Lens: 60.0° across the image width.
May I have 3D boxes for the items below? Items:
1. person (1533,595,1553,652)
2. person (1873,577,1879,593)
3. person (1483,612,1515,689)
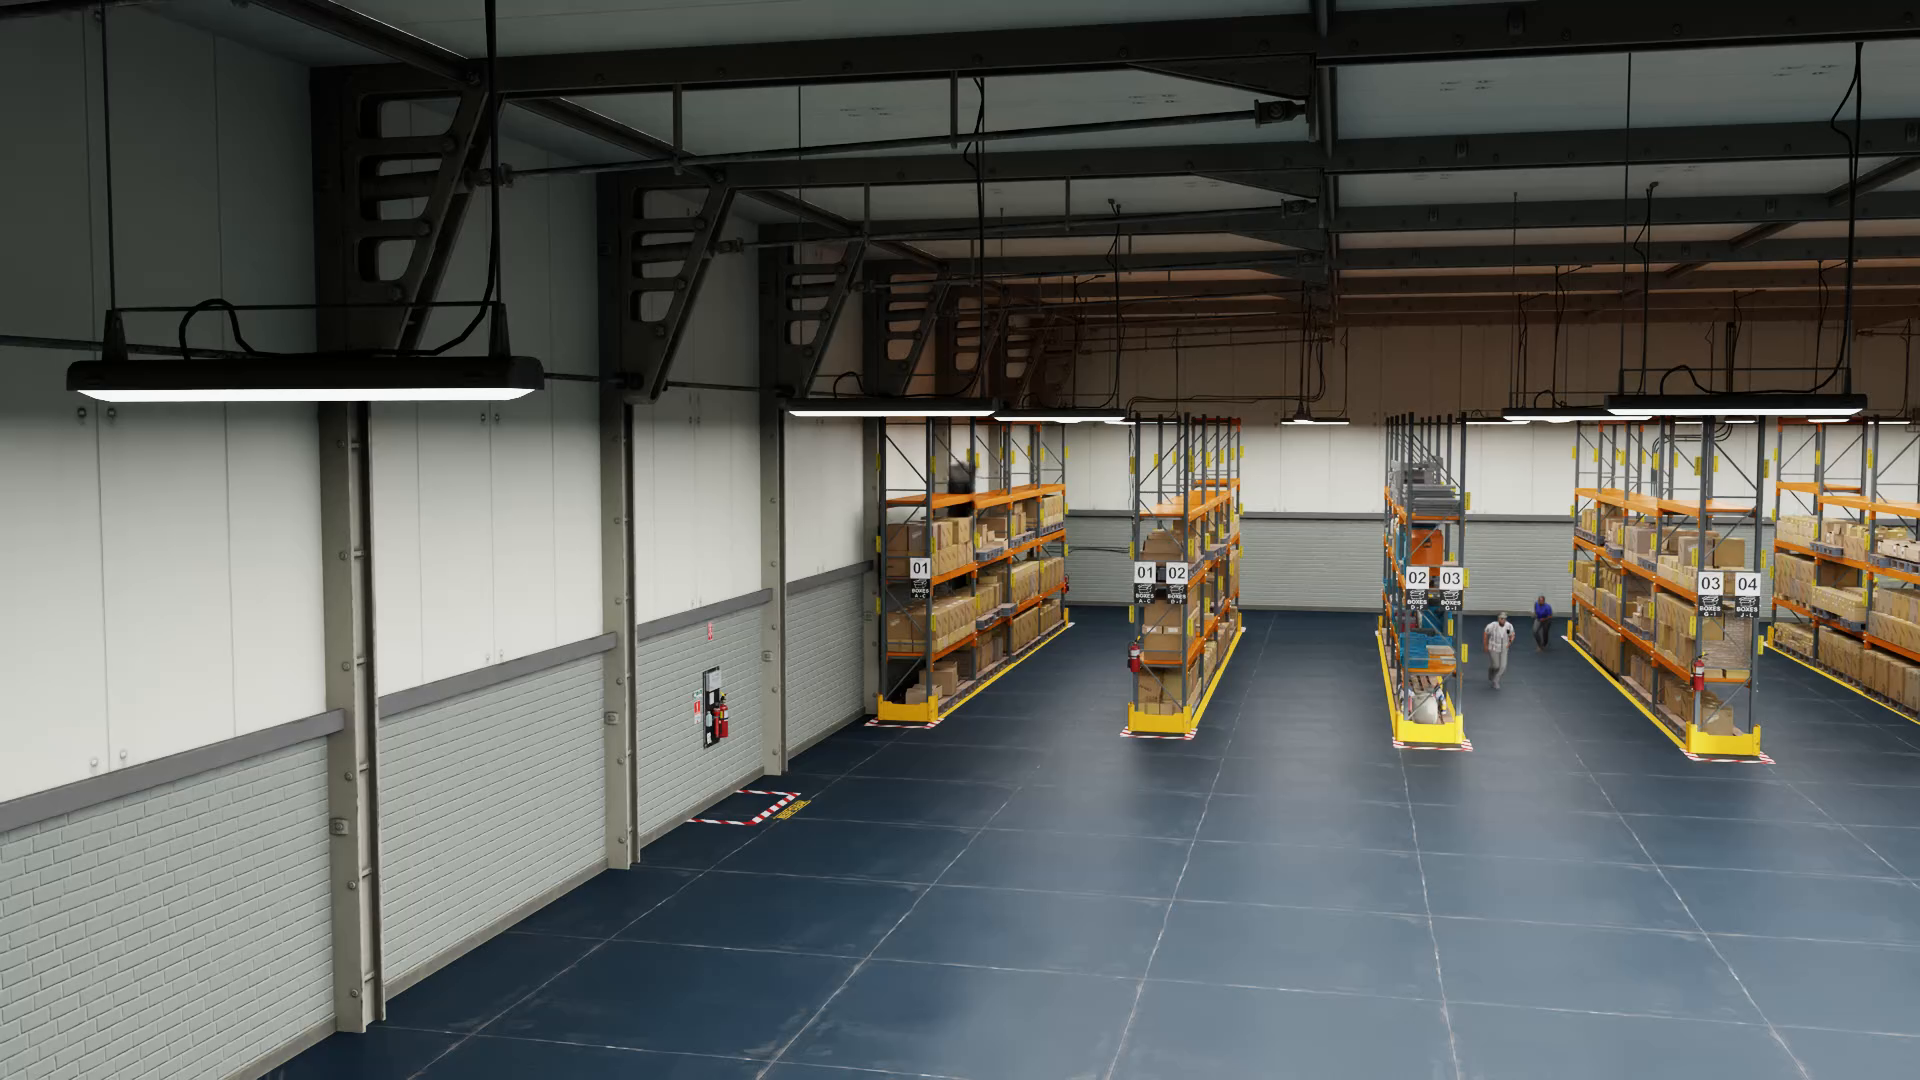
[{"bbox_3d":[14.868,2.103,42.345,0.591,1.445,1.078,3,5,36],"label":"person"},{"bbox_3d":[24.148,1.862,44.100,0.719,1.789,0.678,0,4,4],"label":"person"},{"bbox_3d":[11.853,2.404,36.552,0.628,1.704,0.717,0,4,-6],"label":"person"}]
